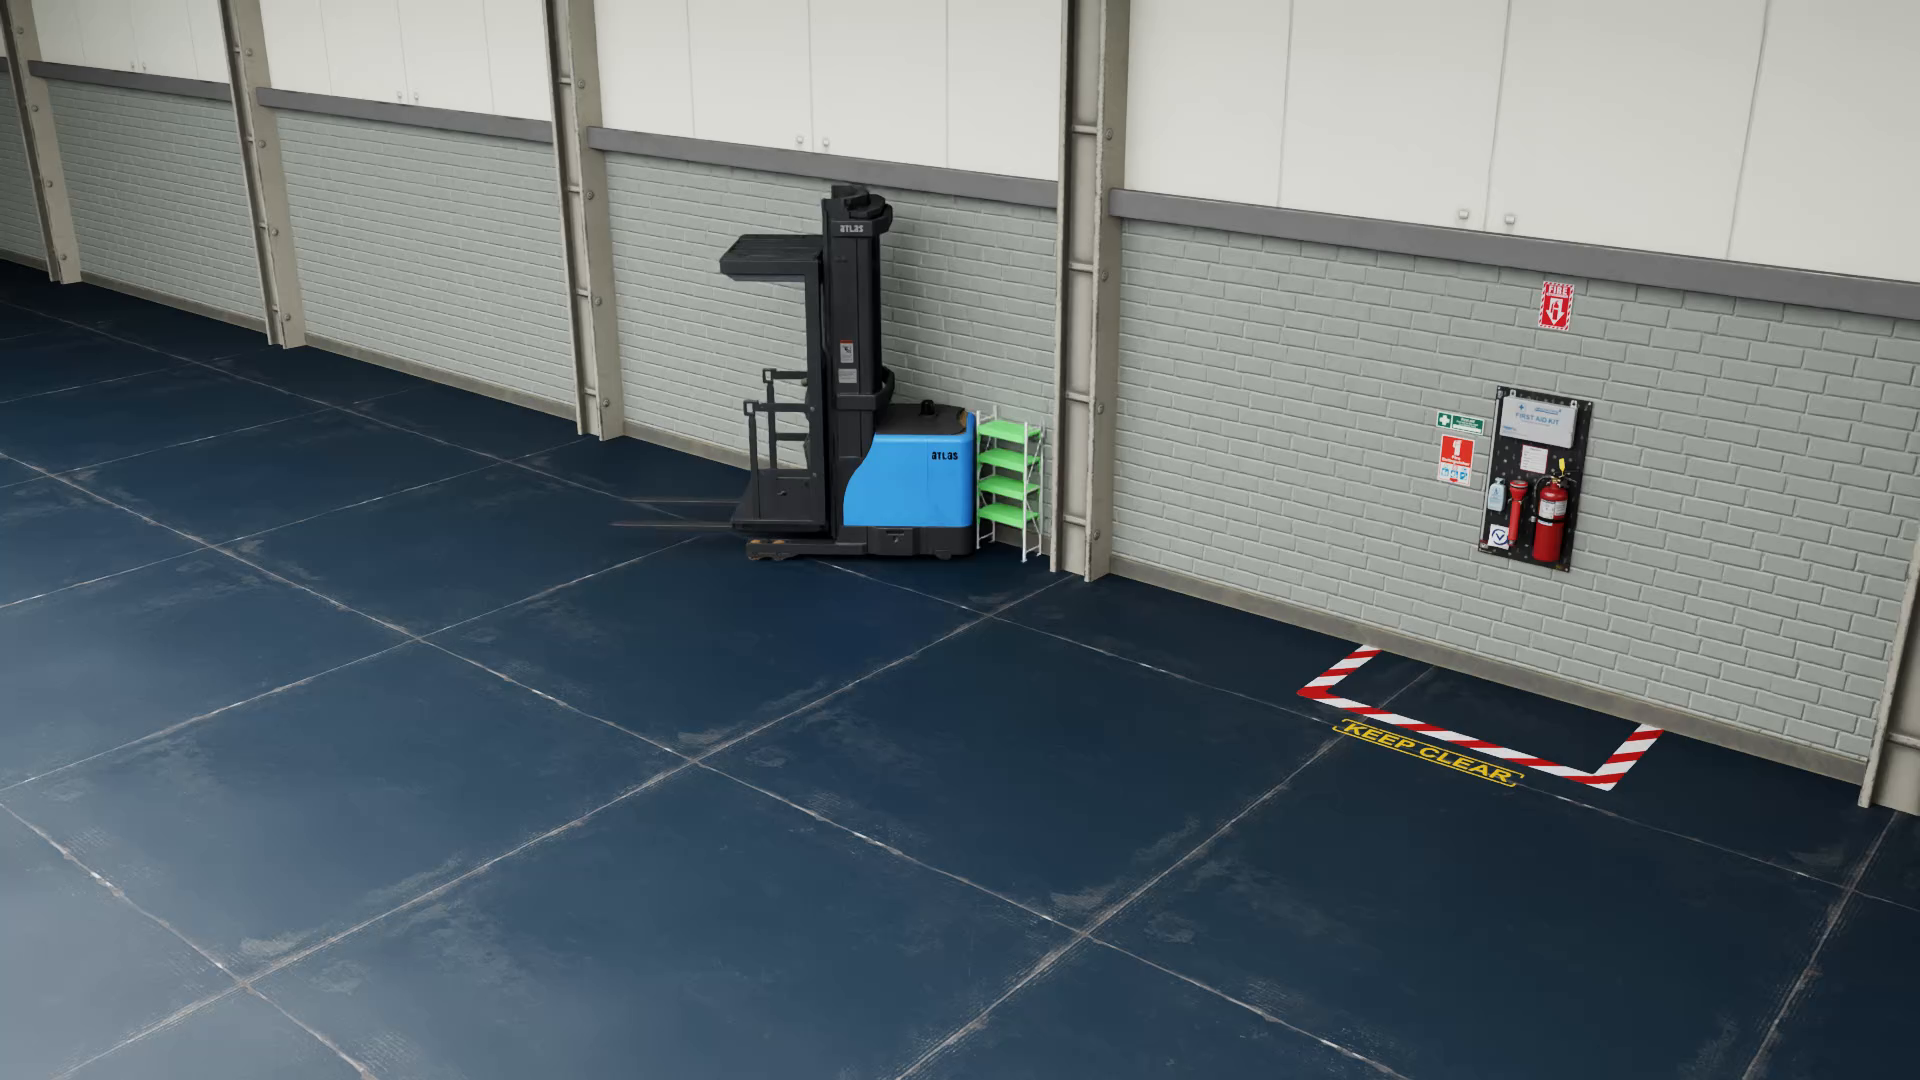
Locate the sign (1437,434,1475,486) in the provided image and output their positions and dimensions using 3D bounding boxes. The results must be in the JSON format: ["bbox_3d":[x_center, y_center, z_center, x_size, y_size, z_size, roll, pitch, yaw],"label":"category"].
[{"bbox_3d":[3.372,-0.544,11.308,0.234,0.329,0.001,16,26,36],"label":"sign"}]

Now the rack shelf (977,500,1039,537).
[{"bbox_3d":[0.408,-0.178,13.799,0.480,0.148,0.258,16,26,36],"label":"rack shelf"}]

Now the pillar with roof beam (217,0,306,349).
[{"bbox_3d":[-11.042,-5.460,15.893,0.400,9.000,9.100,16,26,36],"label":"pillar with roof beam"}]

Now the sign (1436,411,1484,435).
[{"bbox_3d":[3.370,-0.788,11.205,0.331,0.109,0.001,16,26,36],"label":"sign"}]

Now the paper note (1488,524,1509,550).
[{"bbox_3d":[3.642,-0.021,11.222,0.142,0.148,0.016,16,26,36],"label":"paper note"}]

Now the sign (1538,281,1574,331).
[{"bbox_3d":[3.792,-1.489,10.580,0.199,0.298,0.001,16,26,36],"label":"sign"}]

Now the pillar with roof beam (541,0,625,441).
[{"bbox_3d":[-6.393,-4.121,12.343,0.400,9.000,9.100,16,26,36],"label":"pillar with roof beam"}]

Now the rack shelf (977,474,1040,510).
[{"bbox_3d":[0.408,-0.403,13.715,0.480,0.148,0.258,16,26,36],"label":"rack shelf"}]

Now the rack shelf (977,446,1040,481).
[{"bbox_3d":[0.408,-0.627,13.631,0.480,0.148,0.258,16,26,36],"label":"rack shelf"}]

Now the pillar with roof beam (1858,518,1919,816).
[{"bbox_3d":[2.903,-1.444,5.243,0.400,9.000,9.100,16,26,36],"label":"pillar with roof beam"}]

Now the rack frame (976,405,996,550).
[{"bbox_3d":[0.218,-0.516,13.836,0.015,1.200,0.240,16,26,36],"label":"rack frame"}]

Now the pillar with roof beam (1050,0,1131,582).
[{"bbox_3d":[-1.745,-2.782,8.793,0.400,9.000,9.100,16,26,36],"label":"pillar with roof beam"}]

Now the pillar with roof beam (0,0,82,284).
[{"bbox_3d":[-15.690,-6.798,19.442,0.400,9.000,9.100,16,26,36],"label":"pillar with roof beam"}]

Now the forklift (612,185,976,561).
[{"bbox_3d":[-1.382,-1.386,13.690,3.031,2.935,1.130,1,21,2],"label":"forklift"}]

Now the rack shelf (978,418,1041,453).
[{"bbox_3d":[0.409,-0.852,13.547,0.480,0.148,0.258,16,26,36],"label":"rack shelf"}]

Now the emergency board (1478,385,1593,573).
[{"bbox_3d":[3.735,-0.375,10.912,0.643,1.169,0.194,16,26,36],"label":"emergency board"}]

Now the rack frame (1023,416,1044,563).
[{"bbox_3d":[0.599,-0.409,13.550,0.015,1.200,0.240,16,26,36],"label":"rack frame"}]

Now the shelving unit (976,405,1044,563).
[{"bbox_3d":[0.408,-0.462,13.693,0.503,1.200,0.258,16,26,36],"label":"shelving unit"}]
